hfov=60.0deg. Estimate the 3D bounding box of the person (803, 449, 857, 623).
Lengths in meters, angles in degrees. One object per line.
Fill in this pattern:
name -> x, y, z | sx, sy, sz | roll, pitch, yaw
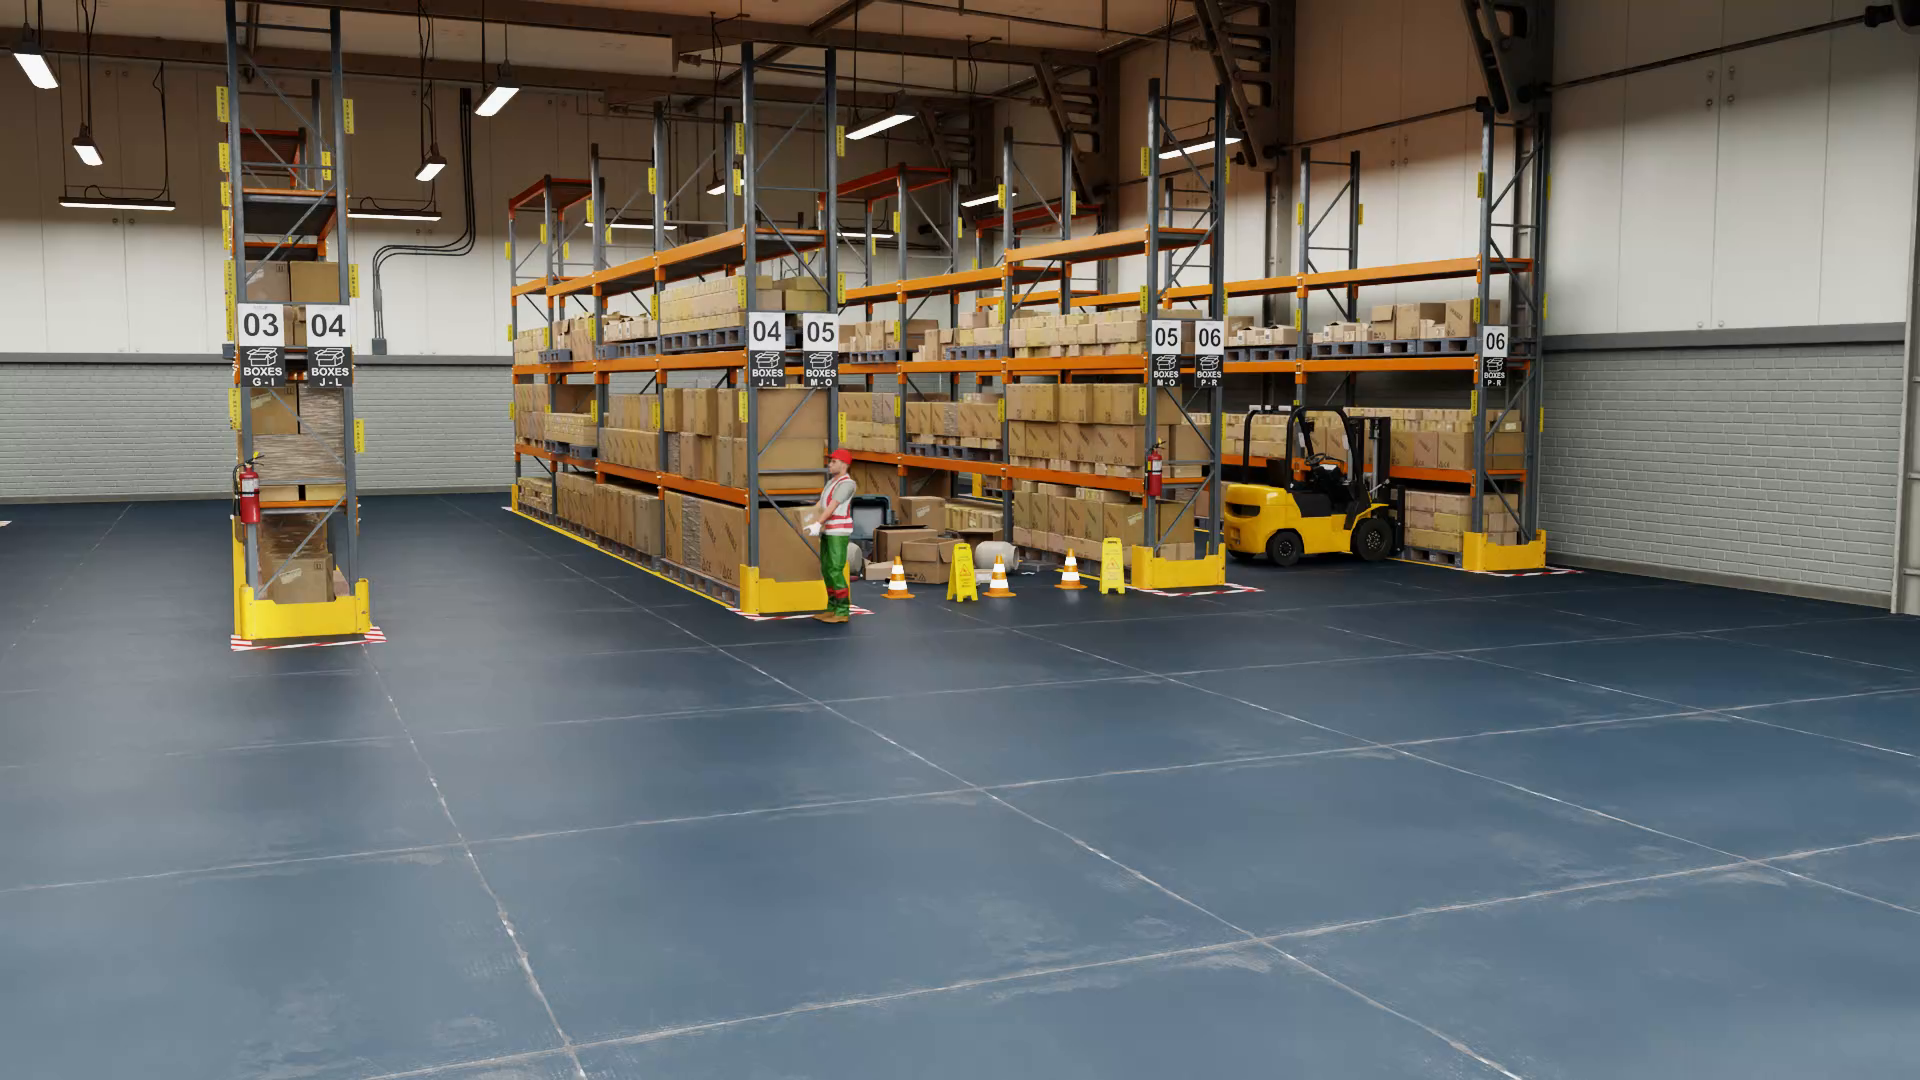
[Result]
person -> -1.375, -0.044, 17.074 | 0.568, 1.783, 0.494 | -2, 6, -23
